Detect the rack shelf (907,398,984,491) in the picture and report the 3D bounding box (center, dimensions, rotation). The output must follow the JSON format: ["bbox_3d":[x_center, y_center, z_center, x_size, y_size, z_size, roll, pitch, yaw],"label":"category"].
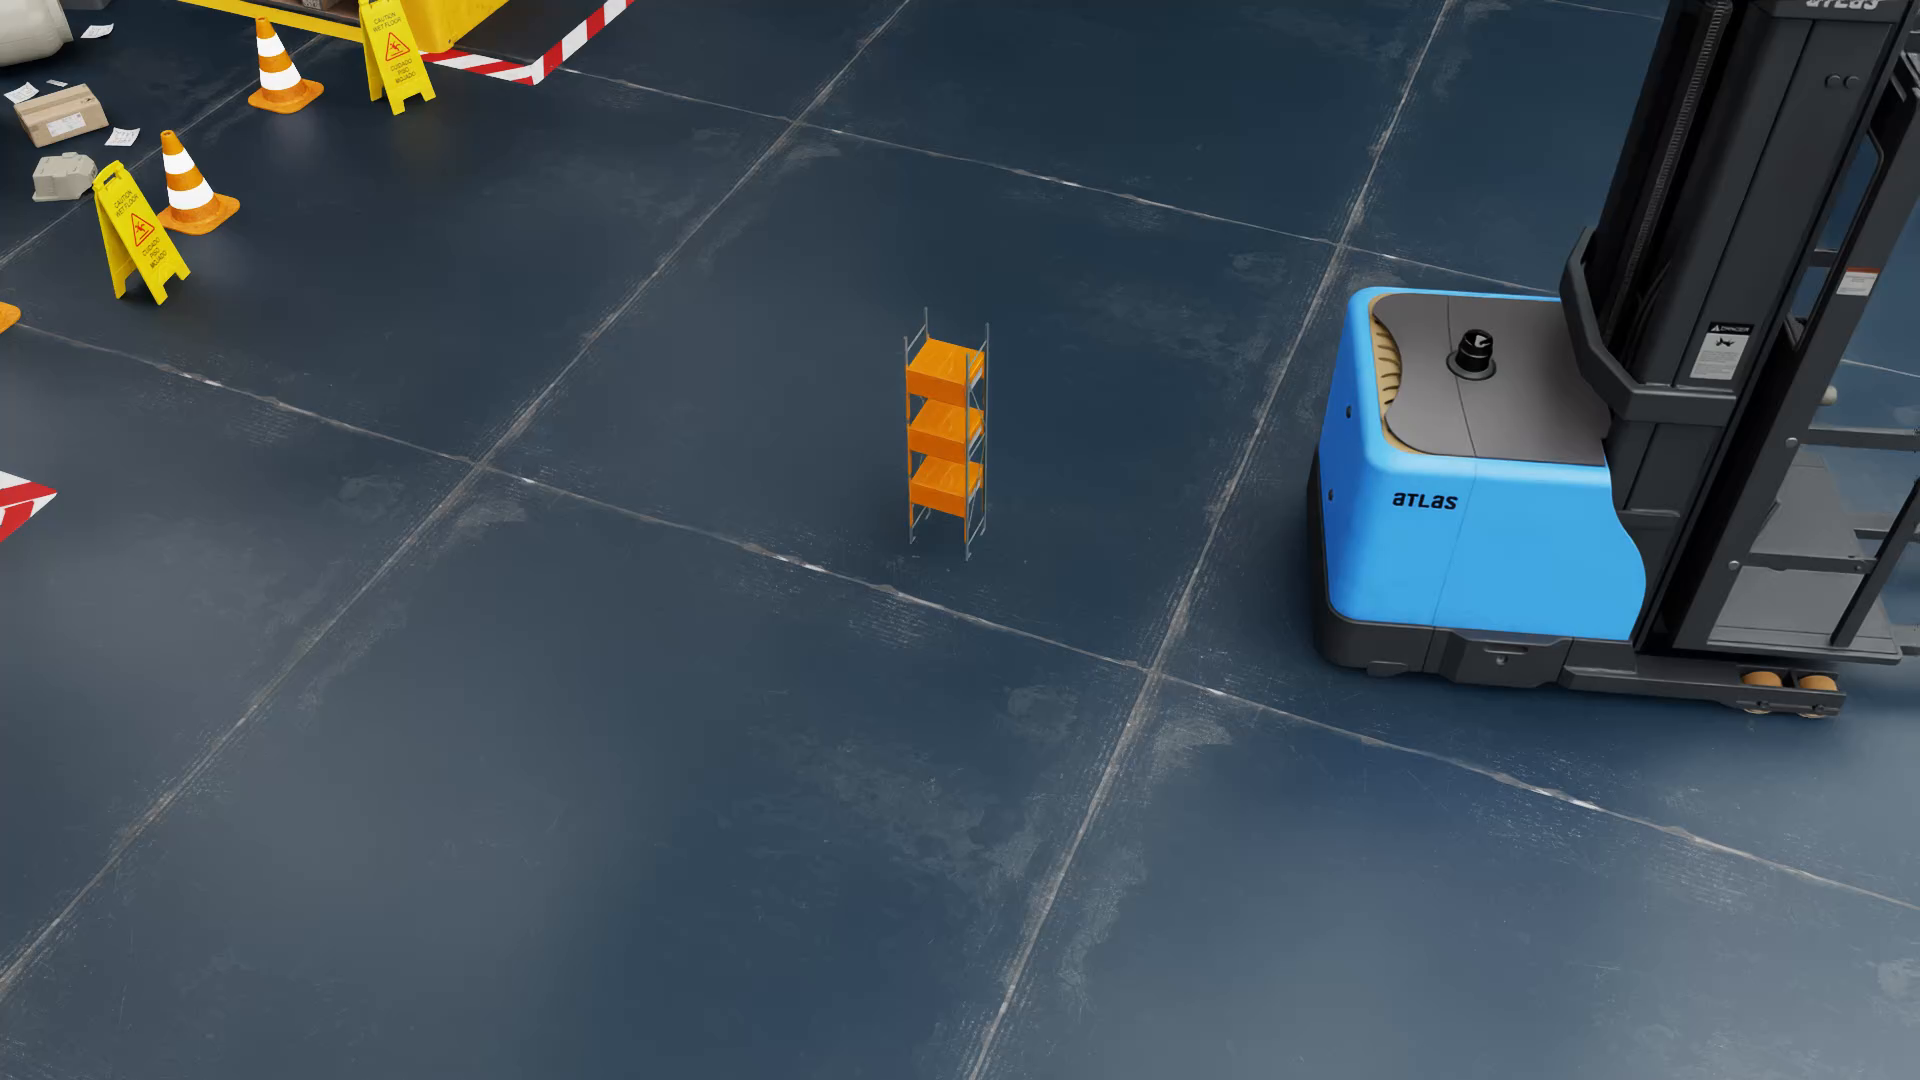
[{"bbox_3d":[-0.049,-0.379,6.402,0.240,0.259,0.215,16,47,16],"label":"rack shelf"}]

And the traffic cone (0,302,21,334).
[{"bbox_3d":[-4.600,-1.171,7.599,0.334,0.463,0.336,16,47,16],"label":"traffic cone"}]

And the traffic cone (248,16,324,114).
[{"bbox_3d":[-3.737,-2.630,9.065,0.334,0.463,0.336,16,47,16],"label":"traffic cone"}]

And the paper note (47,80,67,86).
[{"bbox_3d":[-5.059,-2.560,9.316,0.123,0.001,0.032,16,47,16],"label":"paper note"}]

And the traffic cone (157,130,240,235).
[{"bbox_3d":[-3.851,-1.815,8.246,0.334,0.463,0.336,16,47,16],"label":"traffic cone"}]

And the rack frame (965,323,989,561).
[{"bbox_3d":[0.063,-0.354,6.361,0.008,1.050,0.200,16,47,16],"label":"rack frame"}]

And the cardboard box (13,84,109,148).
[{"bbox_3d":[-4.830,-2.282,8.938,0.380,0.149,0.250,-28,51,-25],"label":"cardboard box"}]

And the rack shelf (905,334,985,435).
[{"bbox_3d":[-0.049,-0.580,6.202,0.240,0.259,0.215,16,47,16],"label":"rack shelf"}]

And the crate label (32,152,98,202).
[{"bbox_3d":[-4.600,-1.872,8.535,0.298,0.136,0.250,-5,45,-5],"label":"crate label"}]

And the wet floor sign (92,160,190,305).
[{"bbox_3d":[-3.867,-1.449,7.748,0.232,0.644,0.267,9,46,9],"label":"wet floor sign"}]

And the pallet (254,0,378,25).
[{"bbox_3d":[-3.650,-3.528,10.146,1.213,0.211,1.003,16,47,16],"label":"pallet"}]

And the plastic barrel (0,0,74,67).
[{"bbox_3d":[-5.333,-2.914,9.379,0.512,0.421,0.421,-20,48,-19],"label":"plastic barrel"}]

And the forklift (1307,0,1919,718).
[{"bbox_3d":[2.891,-0.784,5.460,3.031,2.935,1.130,4,45,4],"label":"forklift"}]

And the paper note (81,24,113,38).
[{"bbox_3d":[-5.044,-2.980,9.723,0.148,0.019,0.142,2,45,2],"label":"paper note"}]

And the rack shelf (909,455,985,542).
[{"bbox_3d":[-0.049,-0.182,6.598,0.240,0.259,0.215,16,47,16],"label":"rack shelf"}]

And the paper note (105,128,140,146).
[{"bbox_3d":[-4.482,-2.160,8.900,0.142,0.019,0.148,2,45,2],"label":"paper note"}]

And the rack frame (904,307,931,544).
[{"bbox_3d":[-0.162,-0.420,6.428,0.008,1.050,0.200,16,47,16],"label":"rack frame"}]

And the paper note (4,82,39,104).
[{"bbox_3d":[-5.209,-2.485,9.234,0.142,0.019,0.148,33,54,29],"label":"paper note"}]

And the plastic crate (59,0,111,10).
[{"bbox_3d":[-5.402,-3.343,10.053,0.583,0.080,0.402,2,45,2],"label":"plastic crate"}]

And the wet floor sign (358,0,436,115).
[{"bbox_3d":[-3.080,-2.669,8.975,0.232,0.644,0.267,33,54,29],"label":"wet floor sign"}]

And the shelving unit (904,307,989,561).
[{"bbox_3d":[-0.049,-0.387,6.394,0.252,1.050,0.215,16,47,16],"label":"shelving unit"}]

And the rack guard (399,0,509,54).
[{"bbox_3d":[-2.914,-3.386,9.799,0.348,0.500,1.175,16,47,16],"label":"rack guard"}]
